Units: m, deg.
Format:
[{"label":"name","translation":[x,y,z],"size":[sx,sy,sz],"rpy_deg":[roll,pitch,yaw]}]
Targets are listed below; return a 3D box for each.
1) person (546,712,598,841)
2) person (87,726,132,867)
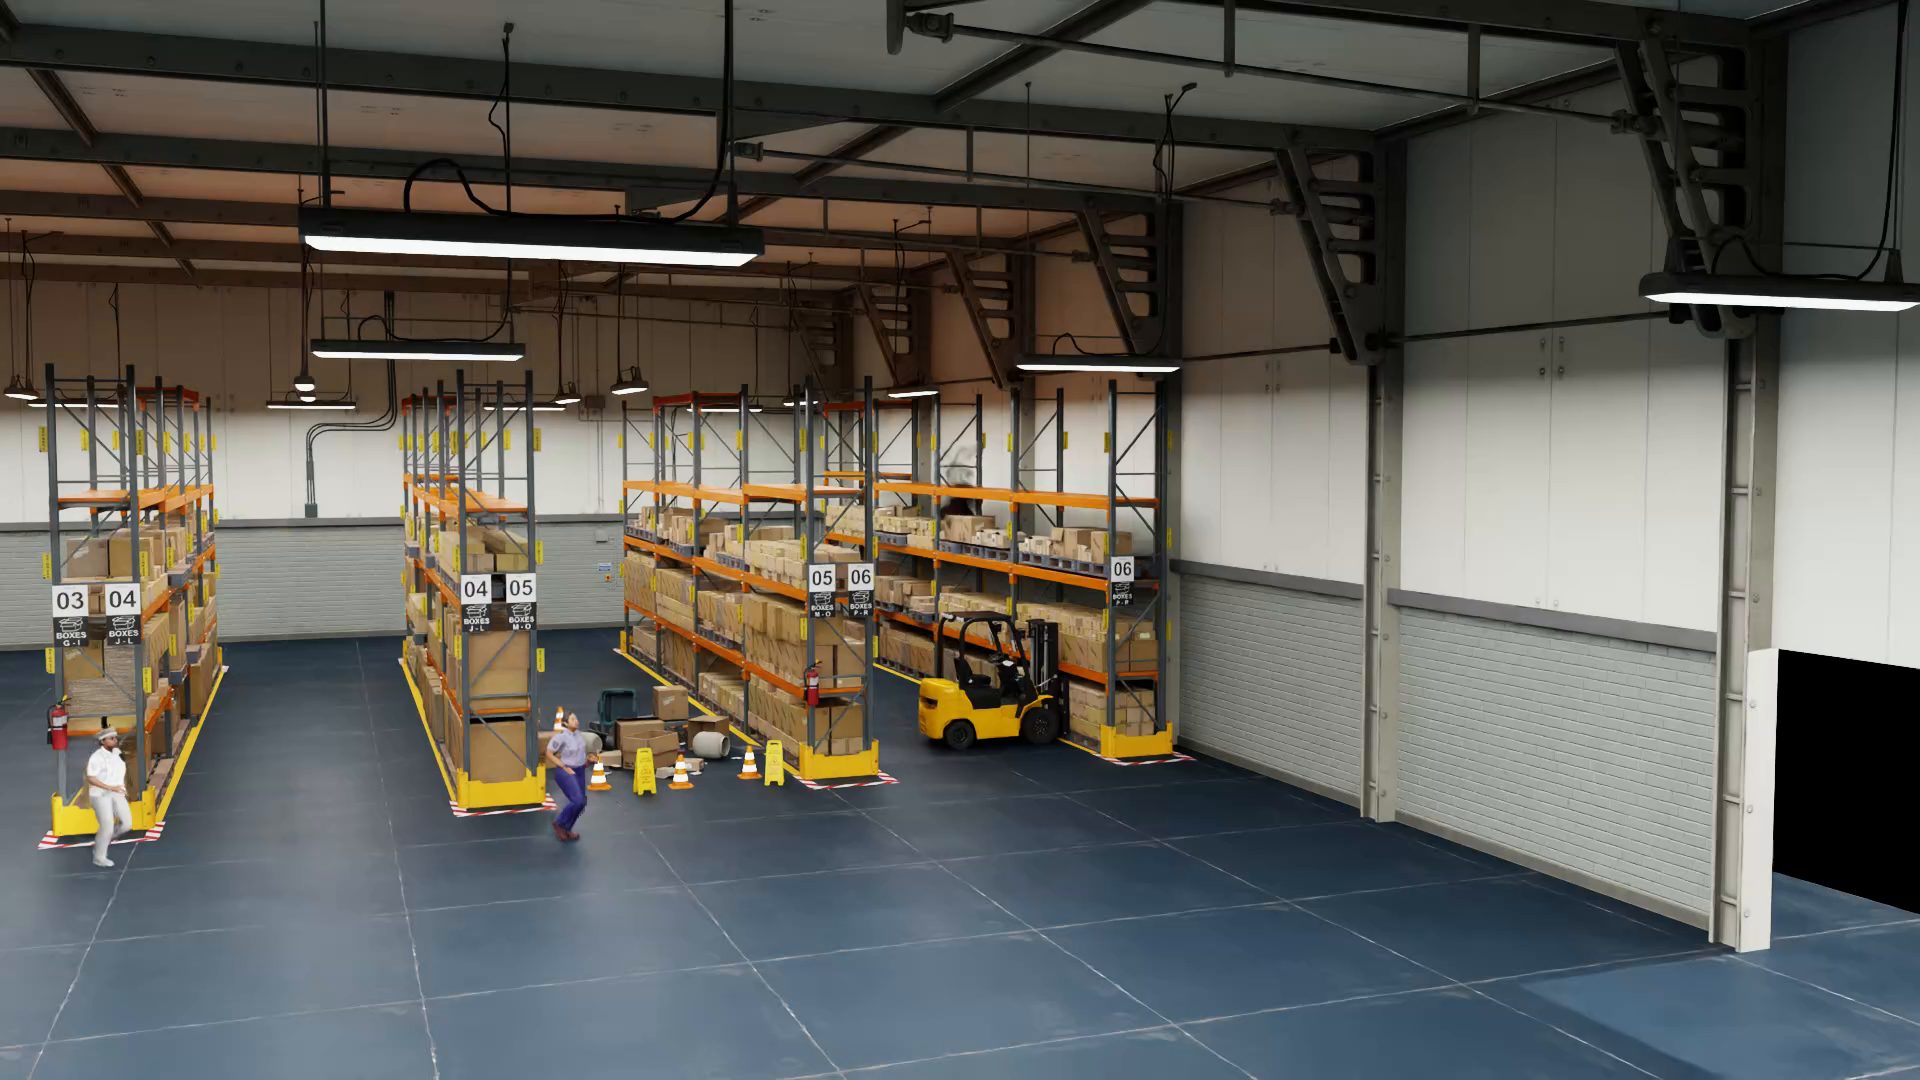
[{"label":"person","translation":[-4.853,2.982,20.969],"size":[0.518,1.628,0.601],"rpy_deg":[1,4,21]},{"label":"person","translation":[-10.061,3.027,19.733],"size":[0.586,1.661,0.617],"rpy_deg":[1,3,16]}]
